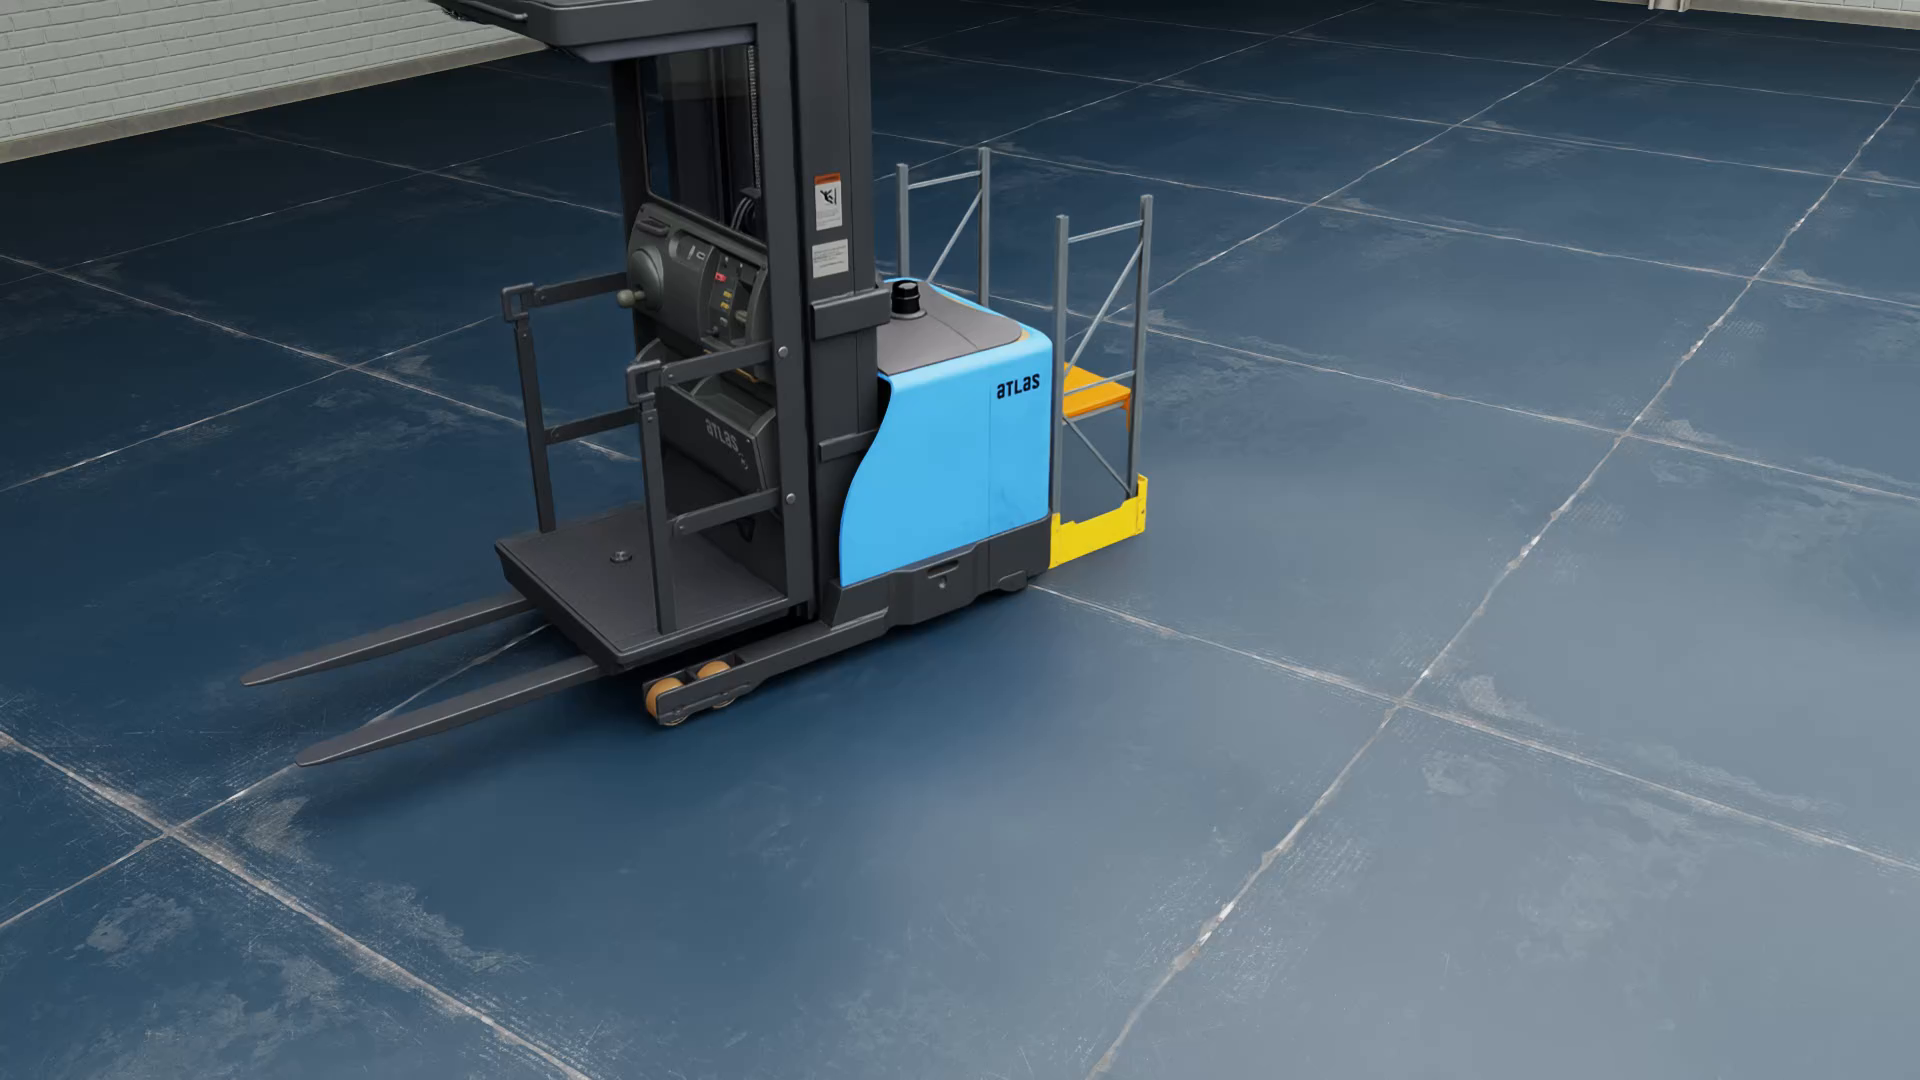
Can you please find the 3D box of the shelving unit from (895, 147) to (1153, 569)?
[{"bbox_3d":[0.254,-0.816,7.200,0.587,1.500,1.083,-20,33,-34],"label":"shelving unit"}]

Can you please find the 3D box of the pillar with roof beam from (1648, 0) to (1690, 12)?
[{"bbox_3d":[5.863,-8.625,14.277,0.400,9.000,9.100,17,32,30],"label":"pillar with roof beam"}]

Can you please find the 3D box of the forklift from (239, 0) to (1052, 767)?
[{"bbox_3d":[-1.109,-0.915,5.816,3.031,2.935,1.130,-19,32,-32],"label":"forklift"}]

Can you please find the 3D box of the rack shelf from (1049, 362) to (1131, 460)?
[{"bbox_3d":[0.249,-0.659,7.287,0.538,0.185,1.000,-20,33,-34],"label":"rack shelf"}]

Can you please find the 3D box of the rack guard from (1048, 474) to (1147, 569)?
[{"bbox_3d":[0.568,-0.084,7.139,0.587,0.250,0.087,-20,33,-34],"label":"rack guard"}]

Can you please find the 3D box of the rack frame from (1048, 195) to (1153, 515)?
[{"bbox_3d":[0.569,-0.640,6.854,0.500,1.500,0.032,-20,33,-34],"label":"rack frame"}]

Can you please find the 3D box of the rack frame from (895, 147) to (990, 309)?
[{"bbox_3d":[-0.072,-0.998,7.557,0.500,1.500,0.032,-20,33,-34],"label":"rack frame"}]
